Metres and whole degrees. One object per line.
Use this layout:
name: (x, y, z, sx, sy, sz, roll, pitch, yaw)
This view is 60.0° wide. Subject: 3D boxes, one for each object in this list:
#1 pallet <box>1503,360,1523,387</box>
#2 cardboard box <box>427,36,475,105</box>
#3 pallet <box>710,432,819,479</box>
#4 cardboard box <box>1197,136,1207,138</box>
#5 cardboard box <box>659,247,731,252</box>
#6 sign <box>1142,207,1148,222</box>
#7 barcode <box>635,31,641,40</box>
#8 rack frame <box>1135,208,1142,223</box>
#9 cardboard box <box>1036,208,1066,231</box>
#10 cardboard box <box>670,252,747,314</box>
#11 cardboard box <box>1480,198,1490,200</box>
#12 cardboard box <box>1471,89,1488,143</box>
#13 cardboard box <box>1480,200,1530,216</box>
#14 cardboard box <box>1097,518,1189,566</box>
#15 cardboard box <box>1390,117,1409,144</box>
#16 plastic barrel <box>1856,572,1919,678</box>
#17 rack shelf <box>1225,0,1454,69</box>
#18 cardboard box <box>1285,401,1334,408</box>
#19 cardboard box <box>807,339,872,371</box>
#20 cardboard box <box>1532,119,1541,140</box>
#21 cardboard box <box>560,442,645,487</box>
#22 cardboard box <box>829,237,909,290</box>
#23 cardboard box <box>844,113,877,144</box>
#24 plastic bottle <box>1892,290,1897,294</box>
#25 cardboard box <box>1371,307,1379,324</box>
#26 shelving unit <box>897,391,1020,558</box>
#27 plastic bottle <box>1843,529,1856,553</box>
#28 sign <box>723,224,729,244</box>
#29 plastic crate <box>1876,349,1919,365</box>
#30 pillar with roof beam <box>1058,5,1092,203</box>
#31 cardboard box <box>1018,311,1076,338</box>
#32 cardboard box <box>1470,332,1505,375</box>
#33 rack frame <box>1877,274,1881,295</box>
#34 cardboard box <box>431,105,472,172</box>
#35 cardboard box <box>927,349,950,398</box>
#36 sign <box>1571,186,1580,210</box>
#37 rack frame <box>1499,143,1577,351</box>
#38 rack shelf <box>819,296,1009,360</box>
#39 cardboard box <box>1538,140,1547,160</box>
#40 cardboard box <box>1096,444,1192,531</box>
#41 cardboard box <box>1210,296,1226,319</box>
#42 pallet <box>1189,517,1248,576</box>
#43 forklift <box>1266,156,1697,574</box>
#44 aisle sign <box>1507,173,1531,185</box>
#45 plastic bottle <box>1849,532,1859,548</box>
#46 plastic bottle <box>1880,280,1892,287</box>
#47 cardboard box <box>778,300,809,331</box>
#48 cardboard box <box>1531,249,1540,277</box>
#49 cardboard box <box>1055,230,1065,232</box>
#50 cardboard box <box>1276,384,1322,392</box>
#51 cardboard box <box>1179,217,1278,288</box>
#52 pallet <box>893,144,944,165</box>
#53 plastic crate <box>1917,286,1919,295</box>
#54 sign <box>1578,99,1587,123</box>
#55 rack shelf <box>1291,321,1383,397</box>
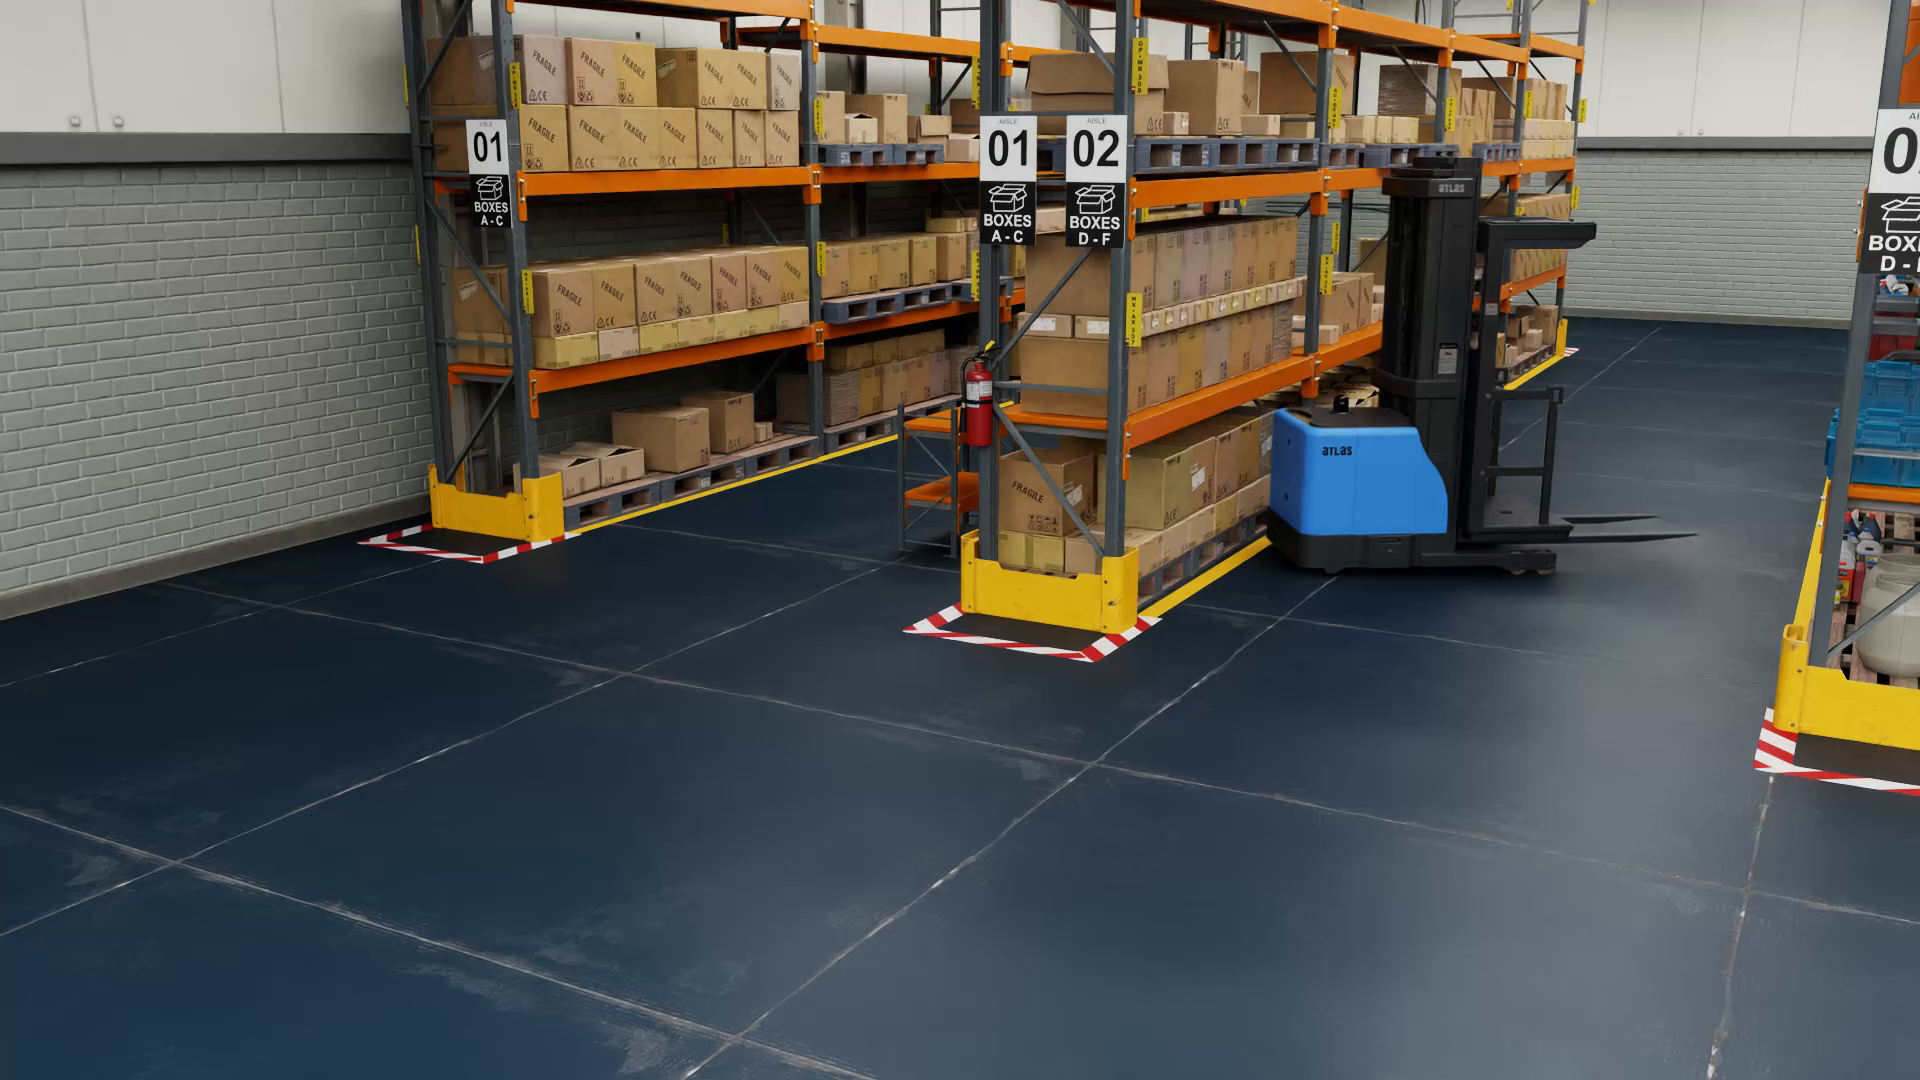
pallet: (6.722, -2.208, 21.743, 1.003, 0.211, 1.213, 7, 15, 28)
cardboard box: (-3.770, -3.642, 12.952, 0.500, 0.500, 0.500, 8, 16, 31)
pallet: (-2.110, -0.845, 16.087, 1.003, 0.211, 1.213, 7, 15, 28)
cardboard box: (3.365, -6.048, 24.529, 0.500, 0.250, 0.500, 7, 15, 26)
cardboard box: (-2.480, -2.465, 15.536, 0.500, 0.500, 0.500, 7, 15, 28)
sign: (2.531, -4.448, 22.784, 0.100, 0.325, 0.005, 7, 15, 28)
barcode: (-2.865, -4.488, 14.794, 0.001, 0.075, 0.075, 7, 15, 28)
rack frame: (2.051, -3.984, 23.157, 1.000, 3.000, 0.127, 7, 15, 28)
cardboard box: (1.060, -4.008, 20.766, 0.500, 0.250, 0.500, 7, 15, 28)
cardboard box: (-2.263, -2.306, 14.877, 0.500, 0.500, 0.500, 7, 15, 26)
cardboard box: (6.652, -4.196, 21.692, 0.500, 0.500, 0.500, 7, 15, 27)
cardboard box: (5.778, -4.948, 19.434, 0.600, 0.600, 0.600, 7, 15, 27)
cardboard box: (6.863, -4.023, 20.972, 0.500, 0.500, 0.500, 8, 16, 29)
cardboard box: (1.281, -0.016, 11.672, 0.500, 0.250, 0.500, 7, 15, 28)
cardboard box: (4.048, -3.983, 16.178, 0.500, 0.250, 0.500, 8, 16, 30)
plastic barrel: (5.174, 0.463, 9.127, 0.421, 0.512, 0.421, 0, 14, 0)
rack shelf: (3.489, -4.564, 15.154, 1.077, 0.370, 4.000, 7, 15, 28)
cardboard box: (3.186, -1.080, 14.889, 0.500, 0.311, 0.500, 7, 15, 27)
cardboard box: (-1.265, -1.949, 17.513, 0.500, 0.250, 0.500, 7, 15, 27)
cardboard box: (7.082, -5.226, 21.163, 0.500, 0.250, 0.500, 7, 15, 28)
cardboard box: (-3.061, -0.677, 14.240, 0.500, 0.311, 0.500, 9, 16, 33)
cardboard box: (-0.973, -2.958, 17.750, 0.700, 0.500, 0.500, 10, 17, 36)
cardboard box: (-1.184, -4.191, 16.910, 0.500, 0.311, 0.500, 8, 16, 30)
plastic bottle: (9.380, -2.371, 16.717, 0.061, 0.283, 0.133, 7, 15, 28)
cardboard box: (3.888, -2.212, 16.346, 0.380, 0.149, 0.250, 9, 16, 32)
shelving unit: (0.003, -0.548, 12.907, 0.538, 1.125, 1.048, 7, 15, 28)
plastic bottle: (5.806, 0.099, 10.937, 0.144, 0.351, 0.185, 7, 15, 28)
sign: (-2.304, -2.967, 16.471, 0.100, 0.325, 0.005, 7, 15, 28)
plastic crate: (6.492, -1.097, 11.314, 0.767, 0.338, 0.504, 7, 15, 28)
pillar with roof beam: (5.401, -6.654, 21.433, 9.100, 9.000, 0.400, 7, 15, 28)
cardboard box: (0.606, -1.425, 10.947, 0.380, 0.149, 0.250, 7, 15, 27)
cardboard box: (6.402, -2.288, 20.519, 0.500, 0.500, 0.500, 7, 15, 28)
rack frame: (8.790, -2.040, 15.097, 1.000, 3.000, 0.127, 7, 15, 28)
cardboard box: (-3.770, -3.152, 13.053, 0.500, 0.500, 0.500, 9, 16, 32)
cardboard box: (-0.536, -1.915, 18.973, 0.700, 0.500, 0.500, 7, 15, 28)
sign: (8.799, -4.893, 23.785, 0.100, 0.325, 0.005, 7, 15, 28)
rack frame: (8.323, -4.244, 24.236, 1.000, 3.000, 0.127, 7, 15, 28)
rack shelf: (-0.849, -2.403, 18.135, 1.077, 0.370, 4.000, 7, 15, 28)
cardboard box: (7.329, -5.085, 21.644, 0.500, 0.250, 0.500, 7, 15, 28)
cardboard box: (1.282, -0.381, 11.583, 0.500, 0.500, 0.500, 7, 15, 28)
cardboard box: (1.710, -1.696, 12.073, 0.380, 0.149, 0.250, 8, 15, 29)
pallet: (1.512, -0.017, 12.651, 1.003, 0.211, 1.213, 7, 15, 28)
forklift: (3.899, -1.300, 12.171, 3.031, 2.935, 1.130, -1, 14, -4)
aisle sign: (8.099, -5.555, 24.127, 0.394, 0.787, 0.004, 7, 15, 28)
plastic bottle: (5.973, 0.084, 11.166, 0.097, 0.271, 0.097, 0, 14, 0)
plastic bottle: (9.989, -2.674, 17.989, 0.152, 0.276, 0.135, 7, 15, 28)
cardboard box: (-1.780, -2.147, 15.818, 0.500, 0.250, 0.500, 7, 15, 28)
cardboard box: (7.363, -3.753, 21.988, 0.500, 0.500, 0.500, 7, 15, 28)
cardboard box: (1.078, -3.645, 20.860, 0.500, 0.500, 0.500, 7, 15, 28)
cardboard box: (3.202, -1.350, 16.006, 0.500, 0.311, 0.500, 7, 15, 27)
cardboard box: (2.070, -2.265, 13.049, 0.700, 0.500, 0.500, 7, 15, 28)
pallet: (-0.926, -4.037, 17.379, 1.213, 0.211, 1.003, 7, 15, 28)
plastic crate: (11.074, -2.841, 18.854, 0.396, 0.136, 0.243, 7, 15, 28)
sign: (8.799, -6.065, 23.503, 0.100, 0.325, 0.005, 7, 15, 28)
rack shelf: (3.489, -1.842, 15.810, 1.077, 0.370, 4.000, 7, 15, 28)
